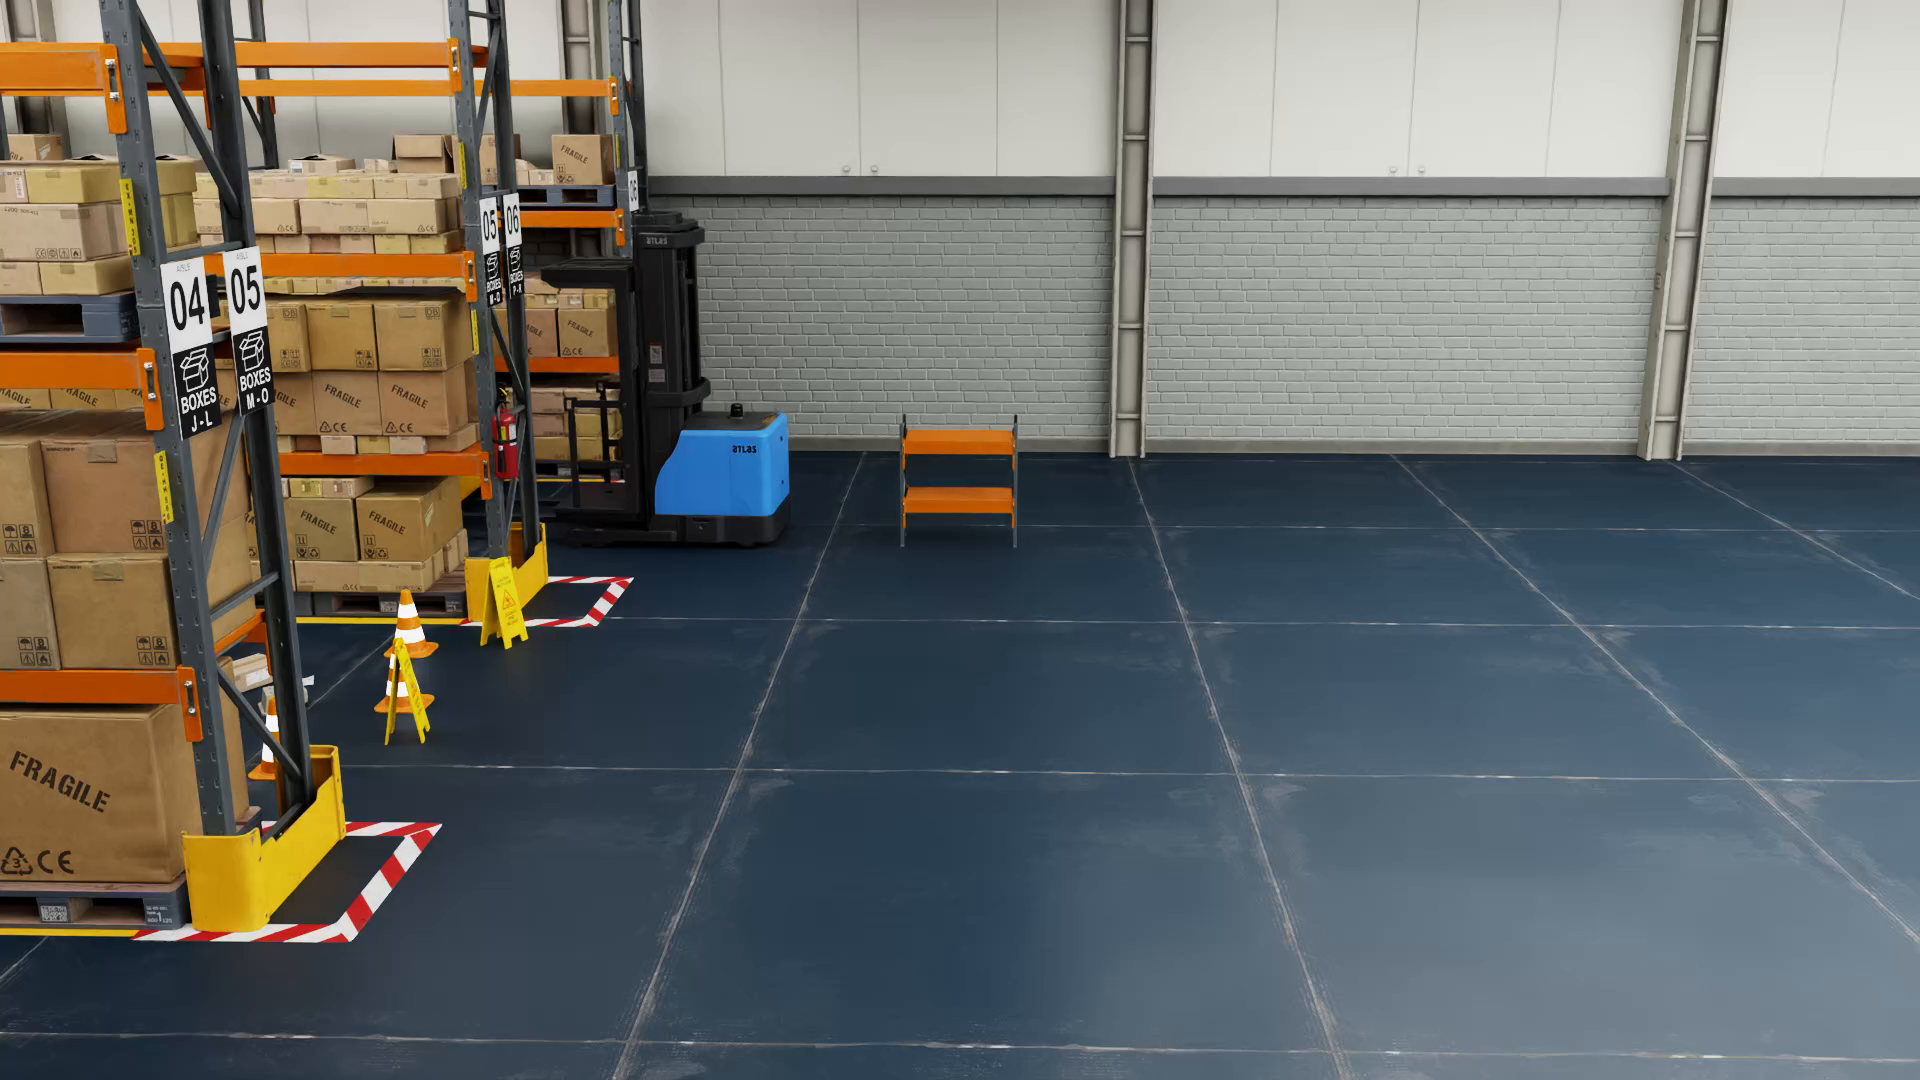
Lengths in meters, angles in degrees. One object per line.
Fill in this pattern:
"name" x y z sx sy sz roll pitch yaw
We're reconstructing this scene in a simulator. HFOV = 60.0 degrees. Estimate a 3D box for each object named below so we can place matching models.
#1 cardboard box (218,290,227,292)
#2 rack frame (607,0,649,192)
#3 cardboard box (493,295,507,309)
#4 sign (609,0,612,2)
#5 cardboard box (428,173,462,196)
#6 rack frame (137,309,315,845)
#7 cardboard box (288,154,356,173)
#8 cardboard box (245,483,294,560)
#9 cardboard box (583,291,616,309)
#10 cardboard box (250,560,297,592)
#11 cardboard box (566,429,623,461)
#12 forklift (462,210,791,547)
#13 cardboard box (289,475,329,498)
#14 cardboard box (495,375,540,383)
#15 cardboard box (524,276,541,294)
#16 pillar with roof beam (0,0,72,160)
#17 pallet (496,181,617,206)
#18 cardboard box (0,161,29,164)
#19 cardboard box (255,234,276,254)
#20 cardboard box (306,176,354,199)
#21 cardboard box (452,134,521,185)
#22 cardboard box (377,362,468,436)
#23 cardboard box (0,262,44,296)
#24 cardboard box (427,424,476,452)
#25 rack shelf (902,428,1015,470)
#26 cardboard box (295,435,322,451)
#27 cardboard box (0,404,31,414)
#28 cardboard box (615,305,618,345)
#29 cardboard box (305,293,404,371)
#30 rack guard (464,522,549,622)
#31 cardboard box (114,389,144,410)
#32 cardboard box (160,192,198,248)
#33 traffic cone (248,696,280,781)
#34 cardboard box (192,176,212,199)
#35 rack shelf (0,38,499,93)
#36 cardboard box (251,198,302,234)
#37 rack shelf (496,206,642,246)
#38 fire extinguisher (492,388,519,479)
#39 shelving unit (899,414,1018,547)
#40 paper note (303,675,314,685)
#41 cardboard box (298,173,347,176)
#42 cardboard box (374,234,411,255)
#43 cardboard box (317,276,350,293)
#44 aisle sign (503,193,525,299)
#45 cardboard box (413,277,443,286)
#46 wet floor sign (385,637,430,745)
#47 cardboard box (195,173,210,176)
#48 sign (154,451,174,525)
"cardboard box" -7.774 -2.563 17.617 0.250 0.149 0.380 1 15 3
"rack frame" -3.429 -5.130 17.055 0.127 3.000 1.000 0 15 1
"cardboard box" -4.812 -2.528 17.484 0.250 0.149 0.380 0 15 0
"sign" -3.457 -5.482 16.401 0.005 0.325 0.100 0 15 1
"cardboard box" -3.902 -2.732 12.776 0.250 0.149 0.380 0 15 1
"rack frame" -3.577 0.299 8.235 0.127 3.000 1.000 0 15 1
"cardboard box" -6.602 -3.847 17.225 0.500 0.311 0.500 1 15 3
"cardboard box" -5.385 -0.146 13.020 0.500 0.500 0.500 0 15 0
"cardboard box" -3.782 -2.522 17.462 0.250 0.149 0.380 1 15 2
"cardboard box" -5.407 0.219 13.107 0.500 0.250 0.500 0 15 -1
"cardboard box" -3.906 -1.025 17.824 0.500 0.250 0.500 0 15 2
"forklift" -3.144 -1.485 15.134 3.031 2.935 1.130 1 15 4
"cardboard box" -4.979 -0.440 12.862 0.250 0.149 0.380 1 15 2
"cardboard box" -4.903 -1.646 18.216 0.500 0.250 0.500 0 15 1
"cardboard box" -4.549 -2.693 17.526 0.250 0.149 0.380 0 15 2
"pillar with roof beam" -10.210 -4.306 13.930 0.400 9.000 9.100 0 15 1
"pallet" -4.135 -3.648 17.491 1.213 0.211 1.003 0 15 1
"cardboard box" -4.662 -1.755 8.052 0.250 0.149 0.380 1 15 2
"cardboard box" -5.195 -2.239 12.469 0.250 0.149 0.380 0 15 0
"cardboard box" -4.662 -2.628 12.381 0.250 0.149 0.380 0 15 2
"cardboard box" -4.899 -3.952 17.256 0.500 0.500 0.700 0 15 2
"cardboard box" -4.101 -1.089 12.718 0.500 0.500 0.500 0 15 0
"cardboard box" -4.170 -1.198 7.506 0.250 0.149 0.380 0 15 2
"cardboard box" -3.931 -0.790 12.857 0.250 0.149 0.380 1 15 3
"rack shelf" -0.007 -0.827 15.032 1.000 0.278 0.538 0 15 1
"cardboard box" -4.953 -0.802 12.902 0.250 0.149 0.380 1 15 2
"cardboard box" -5.055 -0.326 8.194 0.550 0.550 0.875 0 15 1
"cardboard box" -3.917 -2.352 18.088 0.500 0.500 0.500 1 15 3
"cardboard box" -4.574 -1.592 12.665 0.500 0.500 0.700 1 15 2
"rack guard" -3.628 0.245 13.343 0.348 0.500 1.175 0 15 1
"cardboard box" -6.114 -1.104 12.775 0.500 0.500 0.500 0 15 1
"cardboard box" -4.053 -1.542 8.027 0.500 0.250 0.500 0 15 1
"traffic cone" -4.072 1.161 9.944 0.334 0.463 0.336 0 15 1
"cardboard box" -5.688 -2.630 12.387 0.250 0.149 0.380 1 15 3
"rack shelf" -5.551 -3.528 12.398 4.000 0.370 1.077 0 15 1
"cardboard box" -5.092 -2.426 12.395 0.500 0.250 0.500 1 15 3
"rack shelf" -5.428 -3.345 17.579 4.000 0.370 1.077 0 15 1
"fire extinguisher" -3.449 -0.808 12.584 0.183 0.674 0.296 0 15 1
"shelving unit" -0.007 -0.544 15.107 1.048 1.125 0.538 0 15 1
"paper note" -4.547 0.974 11.500 0.142 0.019 0.148 -5 16 -18
"cardboard box" -4.901 -2.745 12.824 0.250 0.149 0.380 0 15 1
"cardboard box" -4.165 -2.217 12.384 0.250 0.149 0.380 0 15 2
"cardboard box" -6.597 -2.706 17.574 0.250 0.149 0.380 0 15 0
"aisle sign" -3.482 -2.299 12.989 0.004 0.787 0.394 0 15 1
"cardboard box" -5.577 -2.698 17.547 0.250 0.149 0.380 0 15 2
"wet floor sign" -3.497 0.933 10.448 0.232 0.644 0.267 -2 15 -8
"cardboard box" -5.929 -2.766 12.905 0.250 0.149 0.380 1 15 2
"sign" -3.605 -0.237 7.533 0.005 0.325 0.100 0 15 1
